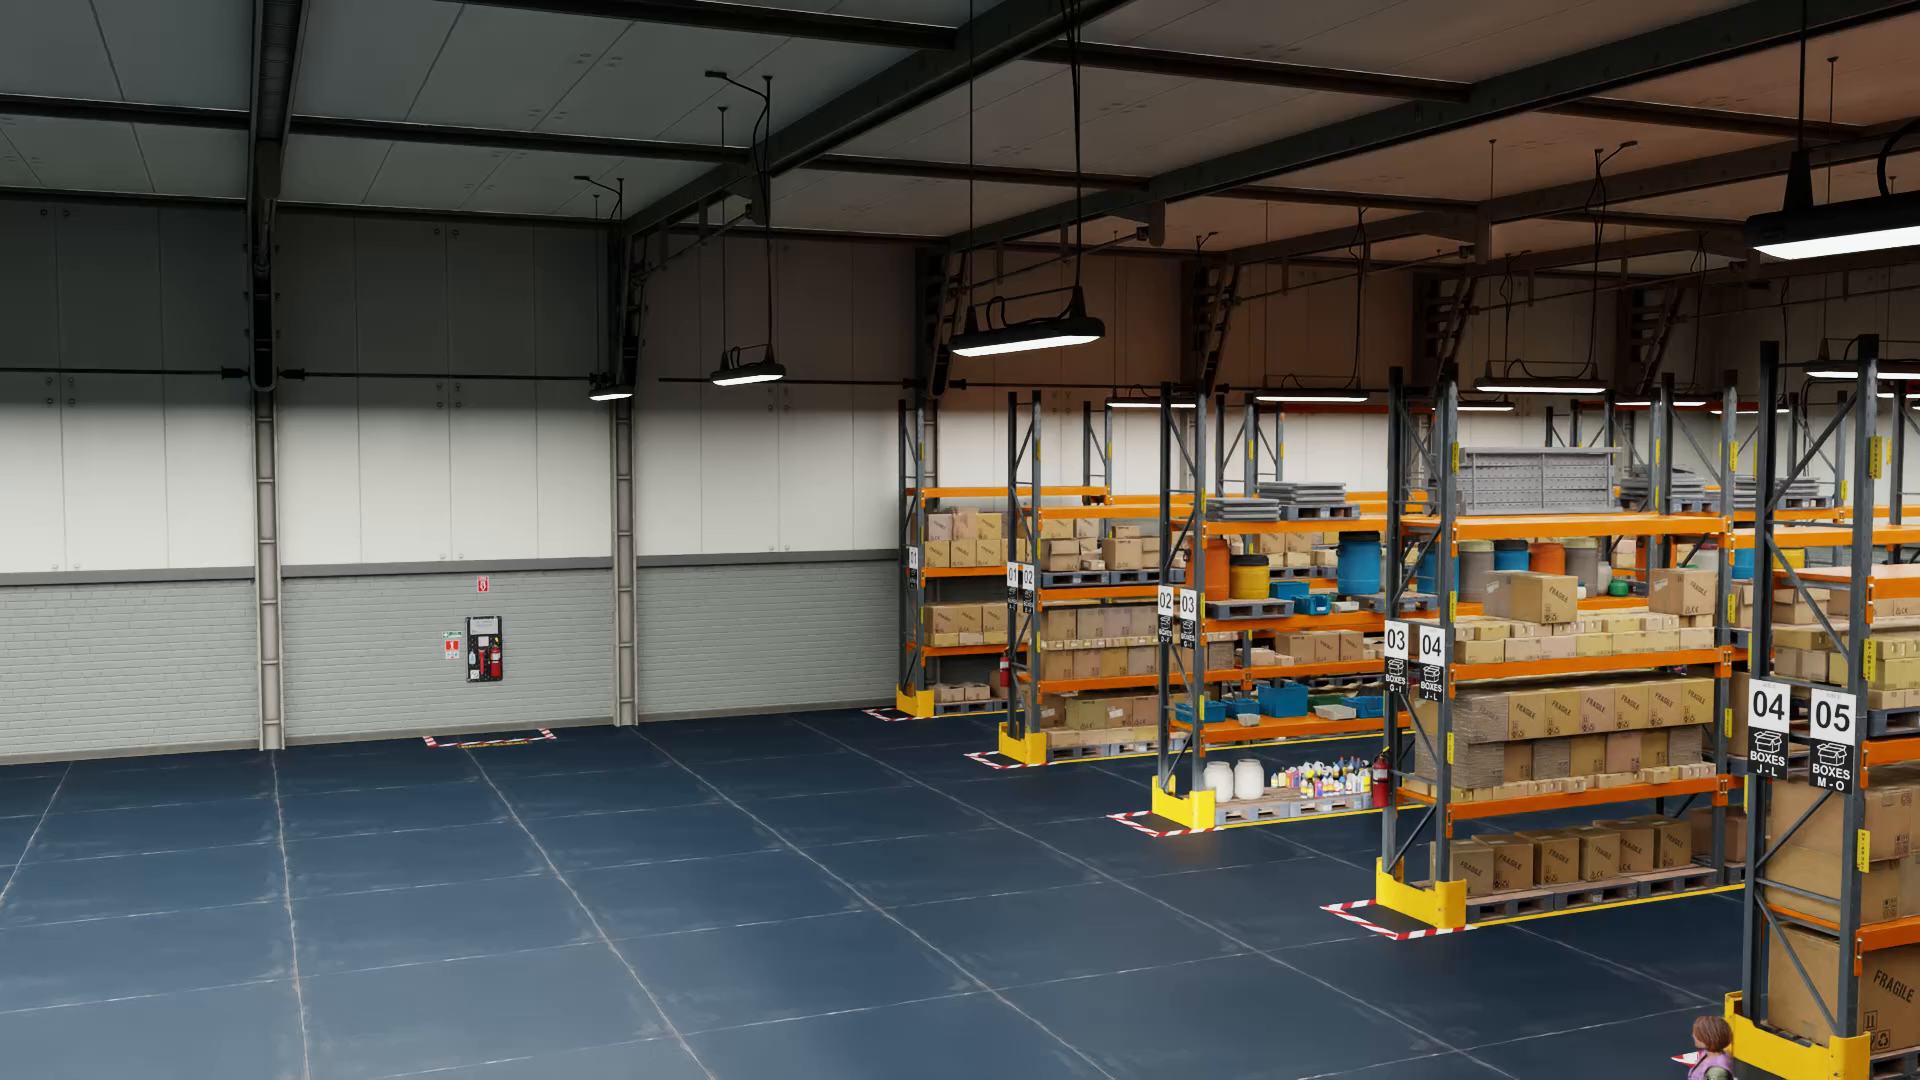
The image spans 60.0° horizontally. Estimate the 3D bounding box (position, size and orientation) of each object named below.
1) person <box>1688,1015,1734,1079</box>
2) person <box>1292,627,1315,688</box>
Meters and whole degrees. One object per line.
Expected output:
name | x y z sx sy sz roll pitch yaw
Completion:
person | 4.804 3.750 10.479 0.914 1.548 0.466 0 3 7
person | 6.515 2.428 32.075 1.015 1.668 0.579 -1 3 -14
